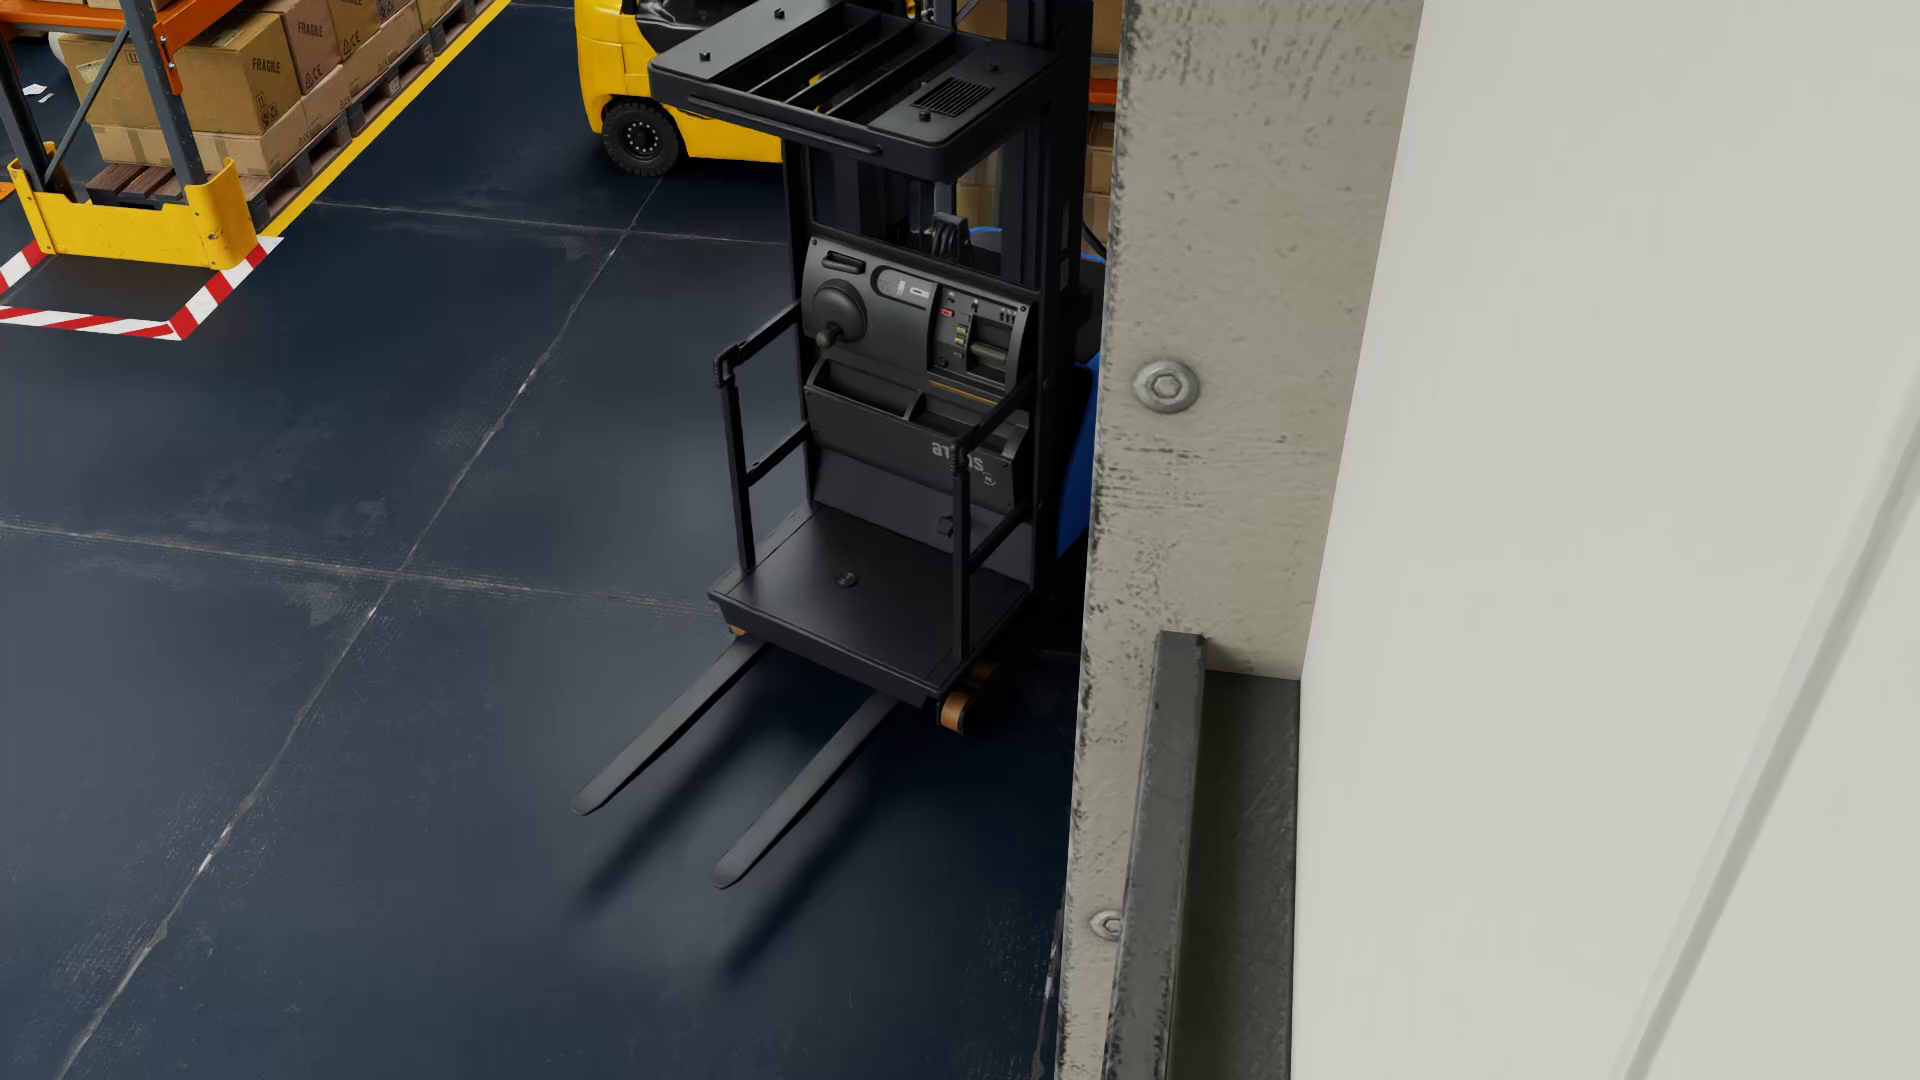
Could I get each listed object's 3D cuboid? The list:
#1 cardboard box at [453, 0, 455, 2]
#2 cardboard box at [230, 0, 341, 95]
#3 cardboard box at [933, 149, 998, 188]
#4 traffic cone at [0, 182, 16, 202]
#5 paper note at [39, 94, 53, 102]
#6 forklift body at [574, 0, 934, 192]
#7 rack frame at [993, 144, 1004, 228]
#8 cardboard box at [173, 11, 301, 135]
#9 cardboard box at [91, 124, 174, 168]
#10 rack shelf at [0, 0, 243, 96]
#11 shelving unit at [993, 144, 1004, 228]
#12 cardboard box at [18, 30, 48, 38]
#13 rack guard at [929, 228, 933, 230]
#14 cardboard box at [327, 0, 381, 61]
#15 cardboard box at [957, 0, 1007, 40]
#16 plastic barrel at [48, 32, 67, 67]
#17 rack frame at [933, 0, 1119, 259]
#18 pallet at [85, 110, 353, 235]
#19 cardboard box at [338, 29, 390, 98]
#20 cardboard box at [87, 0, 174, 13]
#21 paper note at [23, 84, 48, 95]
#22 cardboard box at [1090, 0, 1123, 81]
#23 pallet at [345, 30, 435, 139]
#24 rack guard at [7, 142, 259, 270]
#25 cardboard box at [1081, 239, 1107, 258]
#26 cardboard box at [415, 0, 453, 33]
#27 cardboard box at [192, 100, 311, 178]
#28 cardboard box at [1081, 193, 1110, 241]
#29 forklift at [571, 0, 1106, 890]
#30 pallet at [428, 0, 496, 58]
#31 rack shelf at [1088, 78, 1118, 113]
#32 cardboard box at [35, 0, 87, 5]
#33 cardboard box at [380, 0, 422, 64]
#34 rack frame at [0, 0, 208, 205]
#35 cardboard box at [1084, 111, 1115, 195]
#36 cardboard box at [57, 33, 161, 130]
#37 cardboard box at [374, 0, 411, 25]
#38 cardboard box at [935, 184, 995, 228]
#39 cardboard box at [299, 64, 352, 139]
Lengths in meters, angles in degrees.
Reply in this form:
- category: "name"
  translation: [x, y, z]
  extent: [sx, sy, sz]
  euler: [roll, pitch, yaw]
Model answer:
- category: "cardboard box"
  translation: [-3.651, -3.951, 11.502]
  extent: [0.500, 0.250, 0.500]
  euler: [8, 40, 10]
- category: "cardboard box"
  translation: [-4.004, -2.949, 9.703]
  extent: [0.500, 0.500, 0.500]
  euler: [5, 40, 6]
- category: "cardboard box"
  translation: [0.156, -2.005, 8.364]
  extent: [0.500, 0.250, 0.500]
  euler: [8, 40, 9]
- category: "traffic cone"
  translation: [-5.702, -2.173, 9.515]
  extent: [0.336, 0.463, 0.334]
  euler: [6, 40, 8]
- category: "paper note"
  translation: [-5.867, -2.839, 10.676]
  extent: [0.032, 0.001, 0.123]
  euler: [6, 40, 8]
- category: "forklift body"
  translation: [-1.085, -3.258, 9.502]
  extent: [2.313, 2.155, 1.214]
  euler: [6, 40, 8]
- category: "rack frame"
  translation: [0.302, -1.366, 7.703]
  extent: [0.032, 1.500, 0.500]
  euler: [26, 42, 28]
- category: "cardboard box"
  translation: [-4.091, -2.621, 9.305]
  extent: [0.500, 0.500, 0.500]
  euler: [5, 40, 6]
- category: "cardboard box"
  translation: [-4.627, -2.393, 9.618]
  extent: [0.500, 0.250, 0.500]
  euler: [6, 40, 7]
- category: "rack shelf"
  translation: [-4.160, -3.717, 9.956]
  extent: [1.077, 0.370, 4.000]
  euler: [6, 40, 8]
- category: "shelving unit"
  translation: [0.704, -1.167, 7.463]
  extent: [1.048, 1.500, 0.538]
  euler: [26, 42, 28]
- category: "cardboard box"
  translation: [-6.542, -3.798, 11.343]
  extent: [0.797, 0.637, 0.503]
  euler: [6, 40, 8]
- category: "rack guard"
  translation: [0.379, -1.215, 8.328]
  extent: [1.175, 0.500, 0.348]
  euler: [6, 40, 8]
- category: "cardboard box"
  translation: [-3.910, -3.263, 10.083]
  extent: [0.500, 0.500, 0.500]
  euler: [7, 40, 9]
- category: "cardboard box"
  translation: [0.210, -2.570, 7.926]
  extent: [0.500, 0.500, 0.500]
  euler: [6, 40, 7]
- category: "plastic barrel"
  translation: [-5.640, -3.209, 10.799]
  extent: [0.421, 0.421, 0.512]
  euler: [-28, 47, -30]
- category: "rack frame"
  translation: [0.383, -2.194, 7.549]
  extent: [1.000, 3.000, 0.127]
  euler: [6, 40, 8]
- category: "pallet"
  translation: [-4.318, -2.218, 9.767]
  extent: [1.003, 0.211, 1.213]
  euler: [6, 40, 8]
- category: "cardboard box"
  translation: [-3.916, -2.980, 10.329]
  extent: [0.500, 0.250, 0.500]
  euler: [9, 40, 11]
- category: "cardboard box"
  translation: [-4.243, -2.832, 8.519]
  extent: [0.380, 0.149, 0.250]
  euler: [7, 40, 8]
- category: "paper note"
  translation: [-6.008, -2.919, 10.766]
  extent: [0.148, 0.019, 0.142]
  euler: [20, 44, 23]
- category: "cardboard box"
  translation: [0.743, -2.513, 7.856]
  extent: [0.500, 0.500, 0.500]
  euler: [8, 40, 9]
- category: "pallet"
  translation: [-4.104, -2.981, 10.690]
  extent: [1.003, 0.211, 1.213]
  euler: [6, 40, 8]
- category: "rack guard"
  translation: [-4.493, -1.823, 9.063]
  extent: [1.175, 0.500, 0.348]
  euler: [6, 40, 8]
- category: "cardboard box"
  translation: [0.661, -1.583, 8.638]
  extent: [0.500, 0.250, 0.500]
  euler: [7, 40, 8]
- category: "cardboard box"
  translation: [-3.734, -3.615, 11.097]
  extent: [0.500, 0.250, 0.500]
  euler: [5, 40, 6]
- category: "cardboard box"
  translation: [-4.094, -2.317, 9.526]
  extent: [0.500, 0.250, 0.500]
  euler: [6, 40, 7]
- category: "cardboard box"
  translation: [0.669, -1.761, 8.462]
  extent: [0.500, 0.250, 0.500]
  euler: [7, 40, 8]
- category: "forklift"
  translation: [-0.279, -0.735, 5.839]
  extent: [1.130, 2.935, 3.031]
  euler: [21, 44, 24]
- category: "pallet"
  translation: [-3.895, -3.749, 11.619]
  extent: [1.003, 0.211, 1.213]
  euler: [6, 40, 8]
- category: "rack shelf"
  translation: [0.729, -3.172, 9.297]
  extent: [1.077, 0.370, 4.000]
  euler: [6, 40, 8]
- category: "cardboard box"
  translation: [-4.652, -2.900, 8.601]
  extent: [0.380, 0.149, 0.250]
  euler: [8, 40, 9]
- category: "cardboard box"
  translation: [-3.826, -3.297, 10.712]
  extent: [0.500, 0.250, 0.500]
  euler: [7, 40, 8]
- category: "rack frame"
  translation: [-4.506, -2.739, 8.208]
  extent: [1.000, 3.000, 0.127]
  euler: [6, 40, 8]
- category: "cardboard box"
  translation: [0.653, -1.962, 8.313]
  extent: [0.500, 0.250, 0.500]
  euler: [6, 40, 7]
- category: "cardboard box"
  translation: [-4.624, -2.661, 9.355]
  extent: [0.500, 0.500, 0.500]
  euler: [7, 40, 8]
- category: "cardboard box"
  translation: [-3.825, -3.600, 10.489]
  extent: [0.500, 0.500, 0.500]
  euler: [8, 40, 10]
- category: "cardboard box"
  translation: [0.160, -1.828, 8.543]
  extent: [0.500, 0.250, 0.500]
  euler: [6, 40, 7]
- category: "cardboard box"
  translation: [-3.998, -2.636, 9.913]
  extent: [0.500, 0.250, 0.500]
  euler: [8, 40, 9]
